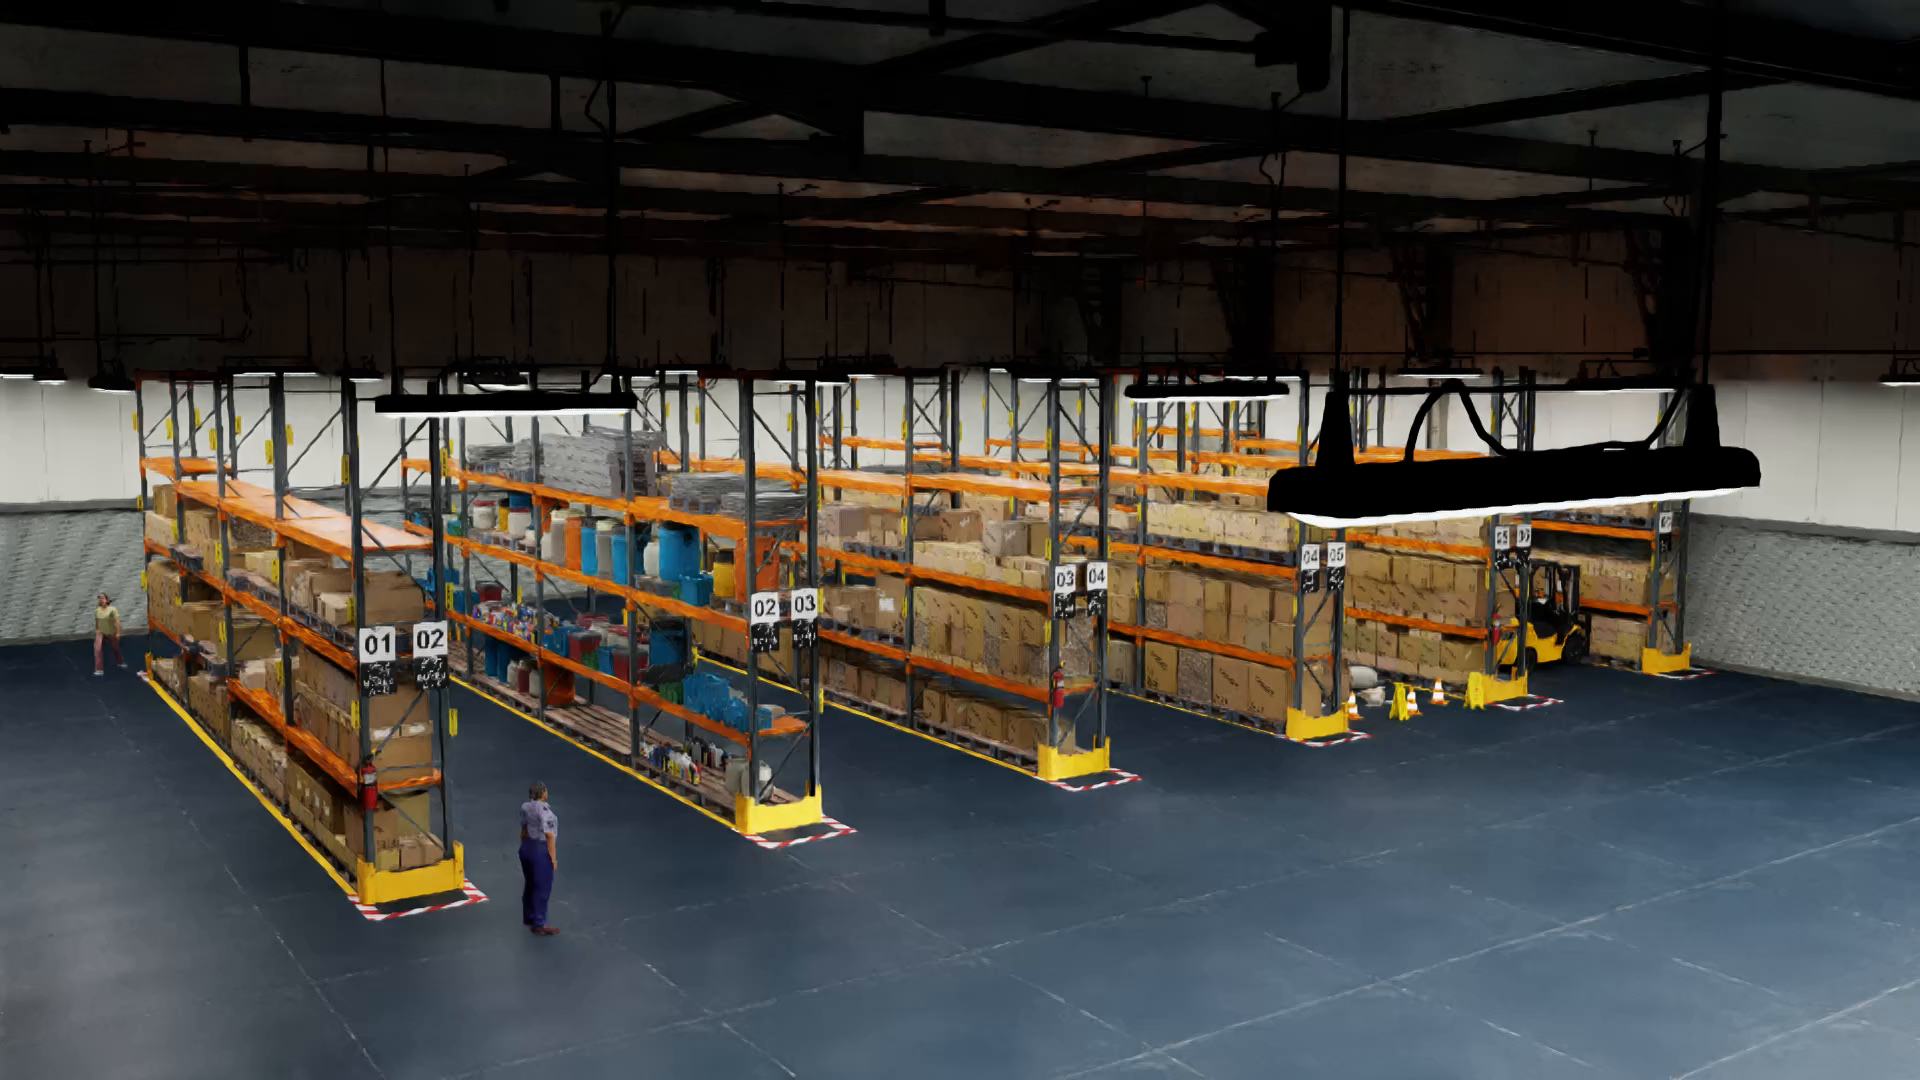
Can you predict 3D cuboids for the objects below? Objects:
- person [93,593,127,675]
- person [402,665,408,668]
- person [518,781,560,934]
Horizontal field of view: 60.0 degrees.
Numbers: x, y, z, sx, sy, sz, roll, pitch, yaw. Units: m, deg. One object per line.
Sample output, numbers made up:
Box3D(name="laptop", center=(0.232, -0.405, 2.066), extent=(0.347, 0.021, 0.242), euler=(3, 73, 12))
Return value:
Box3D(name="person", center=(-16.844, 1.824, 32.875), extent=(0.482, 1.611, 0.955), euler=(-1, 7, -13))
Box3D(name="person", center=(-8.615, 2.587, 25.788), extent=(0.550, 1.666, 0.440), euler=(4, 8, 31))
Box3D(name="person", center=(-4.616, 3.446, 18.241), extent=(0.614, 1.649, 0.376), euler=(6, 8, 40))
